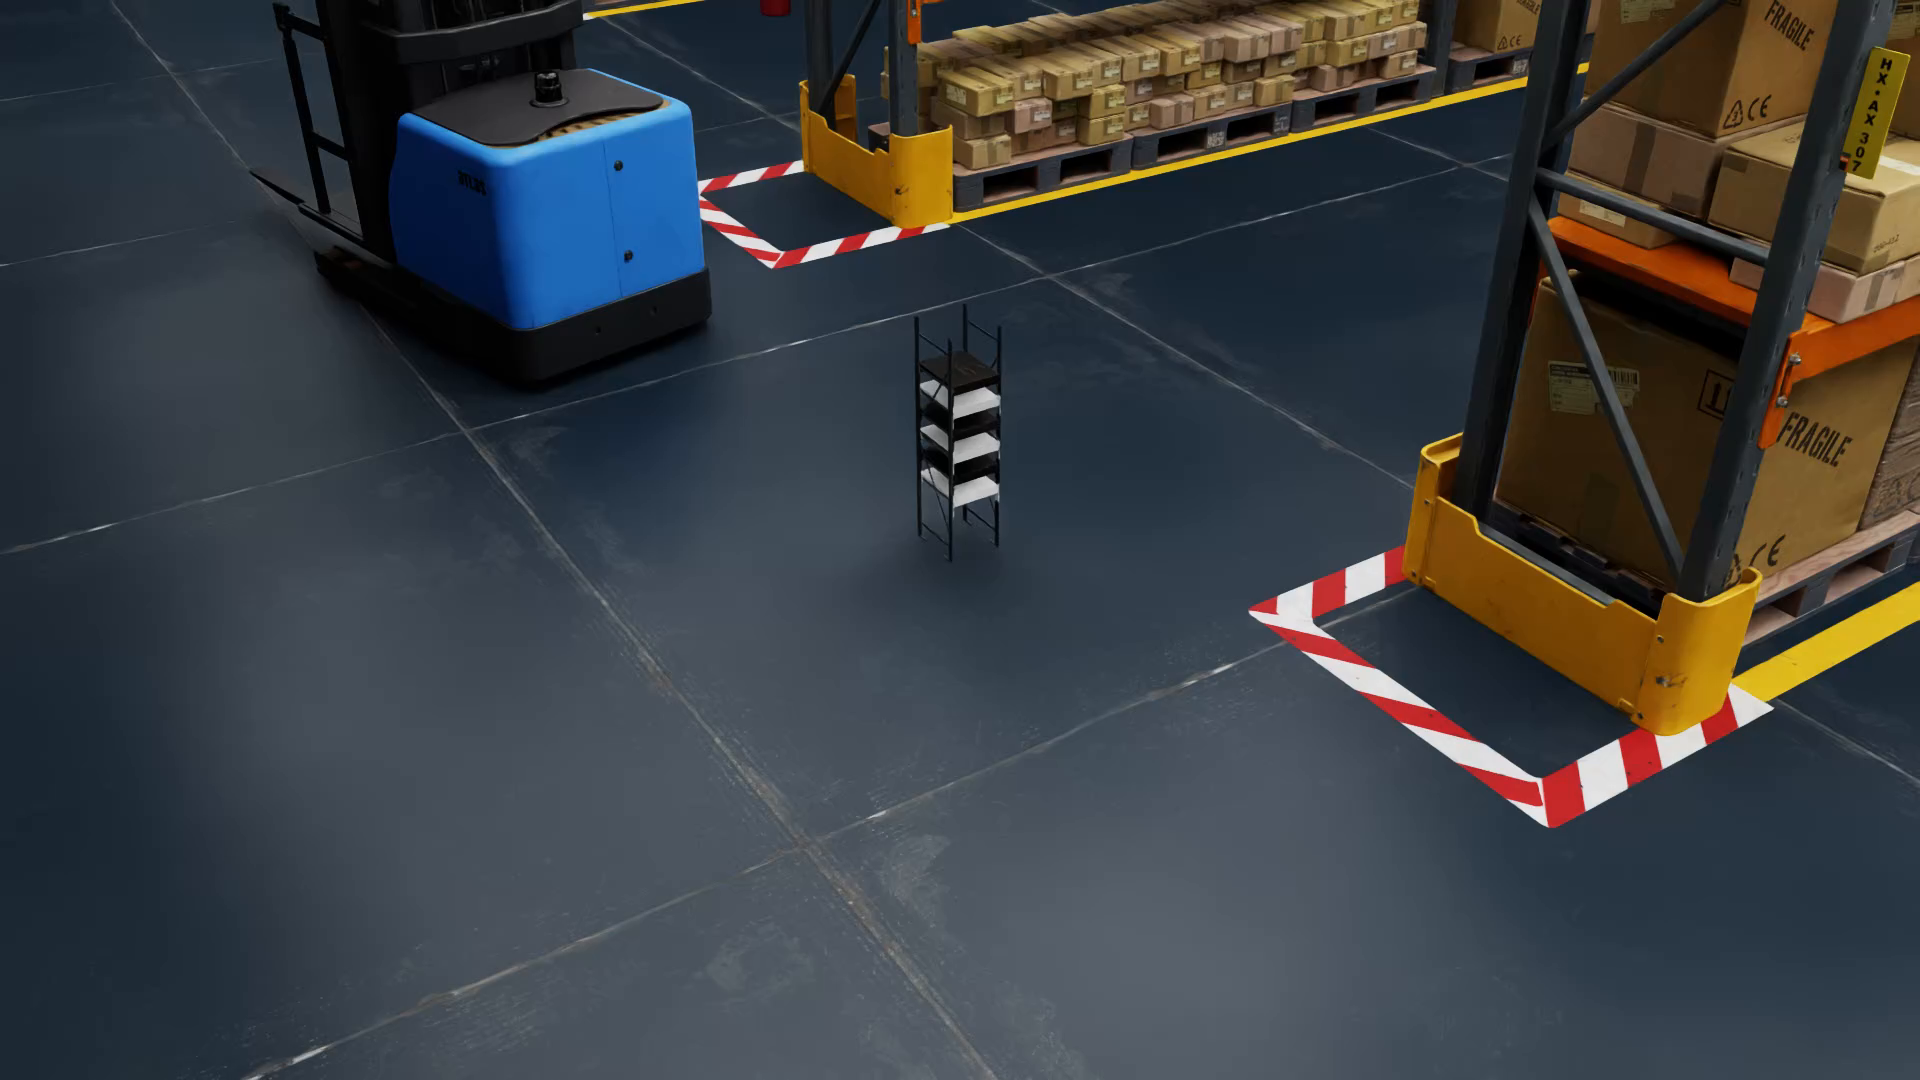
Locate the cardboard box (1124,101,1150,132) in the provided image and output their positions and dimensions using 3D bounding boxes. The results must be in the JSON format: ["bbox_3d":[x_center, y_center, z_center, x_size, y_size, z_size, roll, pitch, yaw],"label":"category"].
[{"bbox_3d":[0.893,-2.514,9.702,0.250,0.149,0.380,-19,37,-27],"label":"cardboard box"}]

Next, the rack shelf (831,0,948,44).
[{"bbox_3d":[1.143,-3.479,9.629,4.000,0.370,1.077,-19,37,-27],"label":"rack shelf"}]

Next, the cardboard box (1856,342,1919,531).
[{"bbox_3d":[3.324,-0.715,6.170,0.875,0.875,0.875,-19,37,-27],"label":"cardboard box"}]

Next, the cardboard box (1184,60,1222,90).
[{"bbox_3d":[1.344,-2.819,9.907,0.250,0.149,0.380,-17,36,-25],"label":"cardboard box"}]

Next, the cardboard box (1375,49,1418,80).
[{"bbox_3d":[2.679,-3.068,10.580,0.250,0.149,0.380,-18,37,-27],"label":"cardboard box"}]

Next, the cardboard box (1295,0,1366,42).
[{"bbox_3d":[2.267,-3.199,10.231,0.250,0.149,0.380,-19,37,-28],"label":"cardboard box"}]

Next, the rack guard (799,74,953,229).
[{"bbox_3d":[-0.474,-2.170,9.222,0.348,0.500,1.175,-19,37,-27],"label":"rack guard"}]

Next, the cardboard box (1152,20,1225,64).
[{"bbox_3d":[1.341,-2.933,9.809,0.250,0.149,0.380,-19,37,-27],"label":"cardboard box"}]

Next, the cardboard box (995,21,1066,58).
[{"bbox_3d":[0.413,-2.921,9.790,0.250,0.149,0.380,-21,38,-29],"label":"cardboard box"}]

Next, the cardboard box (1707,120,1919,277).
[{"bbox_3d":[2.614,-1.032,4.937,0.500,0.250,0.500,-20,37,-28],"label":"cardboard box"}]

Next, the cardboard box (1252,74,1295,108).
[{"bbox_3d":[1.809,-2.768,10.105,0.250,0.149,0.380,-19,37,-27],"label":"cardboard box"}]

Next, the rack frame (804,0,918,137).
[{"bbox_3d":[-0.538,-3.206,8.520,0.127,3.000,1.000,-19,37,-27],"label":"rack frame"}]

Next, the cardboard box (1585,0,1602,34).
[{"bbox_3d":[4.032,-3.731,11.302,0.500,0.500,0.500,-17,36,-25],"label":"cardboard box"}]

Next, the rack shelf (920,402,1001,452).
[{"bbox_3d":[-0.007,-0.426,5.976,0.200,0.077,0.258,-19,37,-27],"label":"rack shelf"}]

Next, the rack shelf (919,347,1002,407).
[{"bbox_3d":[-0.007,-0.578,5.880,0.200,0.077,0.258,-19,37,-27],"label":"rack shelf"}]

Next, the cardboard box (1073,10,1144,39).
[{"bbox_3d":[0.890,-3.050,9.994,0.250,0.149,0.380,-20,38,-29],"label":"cardboard box"}]

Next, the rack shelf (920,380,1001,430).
[{"bbox_3d":[-0.007,-0.502,5.928,0.200,0.077,0.258,-19,37,-27],"label":"rack shelf"}]

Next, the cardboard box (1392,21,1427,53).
[{"bbox_3d":[2.731,-3.226,10.552,0.250,0.149,0.380,-18,37,-26],"label":"cardboard box"}]

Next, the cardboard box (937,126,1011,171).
[{"bbox_3d":[0.076,-2.185,9.181,0.250,0.149,0.380,-18,37,-26],"label":"cardboard box"}]

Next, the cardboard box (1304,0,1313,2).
[{"bbox_3d":[2.159,-3.526,10.748,0.250,0.149,0.380,-17,36,-25],"label":"cardboard box"}]

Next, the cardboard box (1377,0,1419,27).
[{"bbox_3d":[2.666,-3.366,10.495,0.250,0.149,0.380,-18,36,-26],"label":"cardboard box"}]

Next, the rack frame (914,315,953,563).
[{"bbox_3d":[-0.092,-0.349,5.960,0.006,0.900,0.240,-19,37,-27],"label":"rack frame"}]

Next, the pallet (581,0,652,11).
[{"bbox_3d":[-2.675,-4.483,13.159,1.213,0.211,1.003,-19,37,-27],"label":"pallet"}]

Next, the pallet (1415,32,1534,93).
[{"bbox_3d":[3.478,-3.408,11.455,1.213,0.211,1.003,-19,37,-27],"label":"pallet"}]

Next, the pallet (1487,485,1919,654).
[{"bbox_3d":[2.694,-0.039,6.114,1.213,0.211,1.003,-19,37,-27],"label":"pallet"}]

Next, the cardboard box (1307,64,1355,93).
[{"bbox_3d":[2.228,-2.925,10.353,0.250,0.149,0.380,-20,38,-29],"label":"cardboard box"}]

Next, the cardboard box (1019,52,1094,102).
[{"bbox_3d":[0.534,-2.577,9.245,0.250,0.149,0.380,-19,37,-27],"label":"cardboard box"}]

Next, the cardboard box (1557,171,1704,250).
[{"bbox_3d":[2.185,-1.096,5.412,0.250,0.149,0.380,-18,37,-26],"label":"cardboard box"}]

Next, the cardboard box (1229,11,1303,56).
[{"bbox_3d":[1.829,-3.039,9.977,0.250,0.149,0.380,-21,38,-30],"label":"cardboard box"}]

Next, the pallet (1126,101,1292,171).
[{"bbox_3d":[1.252,-2.618,10.202,1.213,0.211,1.003,-19,37,-27],"label":"pallet"}]

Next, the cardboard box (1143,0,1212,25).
[{"bbox_3d":[1.323,-3.192,10.220,0.250,0.149,0.380,-21,38,-29],"label":"cardboard box"}]

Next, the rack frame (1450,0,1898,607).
[{"bbox_3d":[2.064,-0.952,4.948,0.127,3.000,1.000,-19,37,-27],"label":"rack frame"}]

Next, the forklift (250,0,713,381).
[{"bbox_3d":[-2.555,-2.616,7.650,1.130,2.935,3.031,-28,42,-37],"label":"forklift"}]

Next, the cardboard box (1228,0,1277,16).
[{"bbox_3d":[1.766,-3.345,10.462,0.250,0.149,0.380,-20,37,-28],"label":"cardboard box"}]

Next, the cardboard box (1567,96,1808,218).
[{"bbox_3d":[2.328,-1.274,5.319,0.500,0.250,0.500,-20,37,-28],"label":"cardboard box"}]

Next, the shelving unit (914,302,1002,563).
[{"bbox_3d":[-0.007,-0.378,6.006,0.210,0.900,0.258,-19,37,-27],"label":"shelving unit"}]

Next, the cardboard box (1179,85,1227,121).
[{"bbox_3d":[1.369,-2.638,9.900,0.250,0.149,0.380,-19,37,-27],"label":"cardboard box"}]

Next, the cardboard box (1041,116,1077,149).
[{"bbox_3d":[0.456,-2.373,9.478,0.250,0.149,0.380,-19,37,-27],"label":"cardboard box"}]

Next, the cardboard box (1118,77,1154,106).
[{"bbox_3d":[0.906,-2.649,9.637,0.250,0.149,0.380,-21,38,-29],"label":"cardboard box"}]

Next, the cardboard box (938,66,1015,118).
[{"bbox_3d":[0.086,-2.428,9.009,0.250,0.149,0.380,-21,38,-29],"label":"cardboard box"}]

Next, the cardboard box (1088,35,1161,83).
[{"bbox_3d":[0.936,-2.762,9.538,0.250,0.149,0.380,-17,36,-25],"label":"cardboard box"}]

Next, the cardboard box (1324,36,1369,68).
[{"bbox_3d":[2.295,-3.057,10.284,0.250,0.149,0.380,-20,38,-29],"label":"cardboard box"}]

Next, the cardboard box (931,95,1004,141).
[{"bbox_3d":[0.041,-2.340,9.147,0.250,0.149,0.380,-17,36,-25],"label":"cardboard box"}]

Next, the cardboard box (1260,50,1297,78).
[{"bbox_3d":[1.828,-2.946,10.108,0.250,0.149,0.380,-18,36,-26],"label":"cardboard box"}]

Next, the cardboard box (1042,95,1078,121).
[{"bbox_3d":[0.460,-2.504,9.407,0.250,0.149,0.380,-18,37,-27],"label":"cardboard box"}]

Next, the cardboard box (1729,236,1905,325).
[{"bbox_3d":[2.542,-0.801,4.943,0.250,0.149,0.380,-19,37,-27],"label":"cardboard box"}]

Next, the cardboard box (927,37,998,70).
[{"bbox_3d":[0.012,-2.743,9.507,0.250,0.149,0.380,-18,37,-26],"label":"cardboard box"}]

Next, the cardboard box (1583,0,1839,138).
[{"bbox_3d":[2.331,-1.590,5.119,0.500,0.500,0.500,-18,37,-27],"label":"cardboard box"}]
